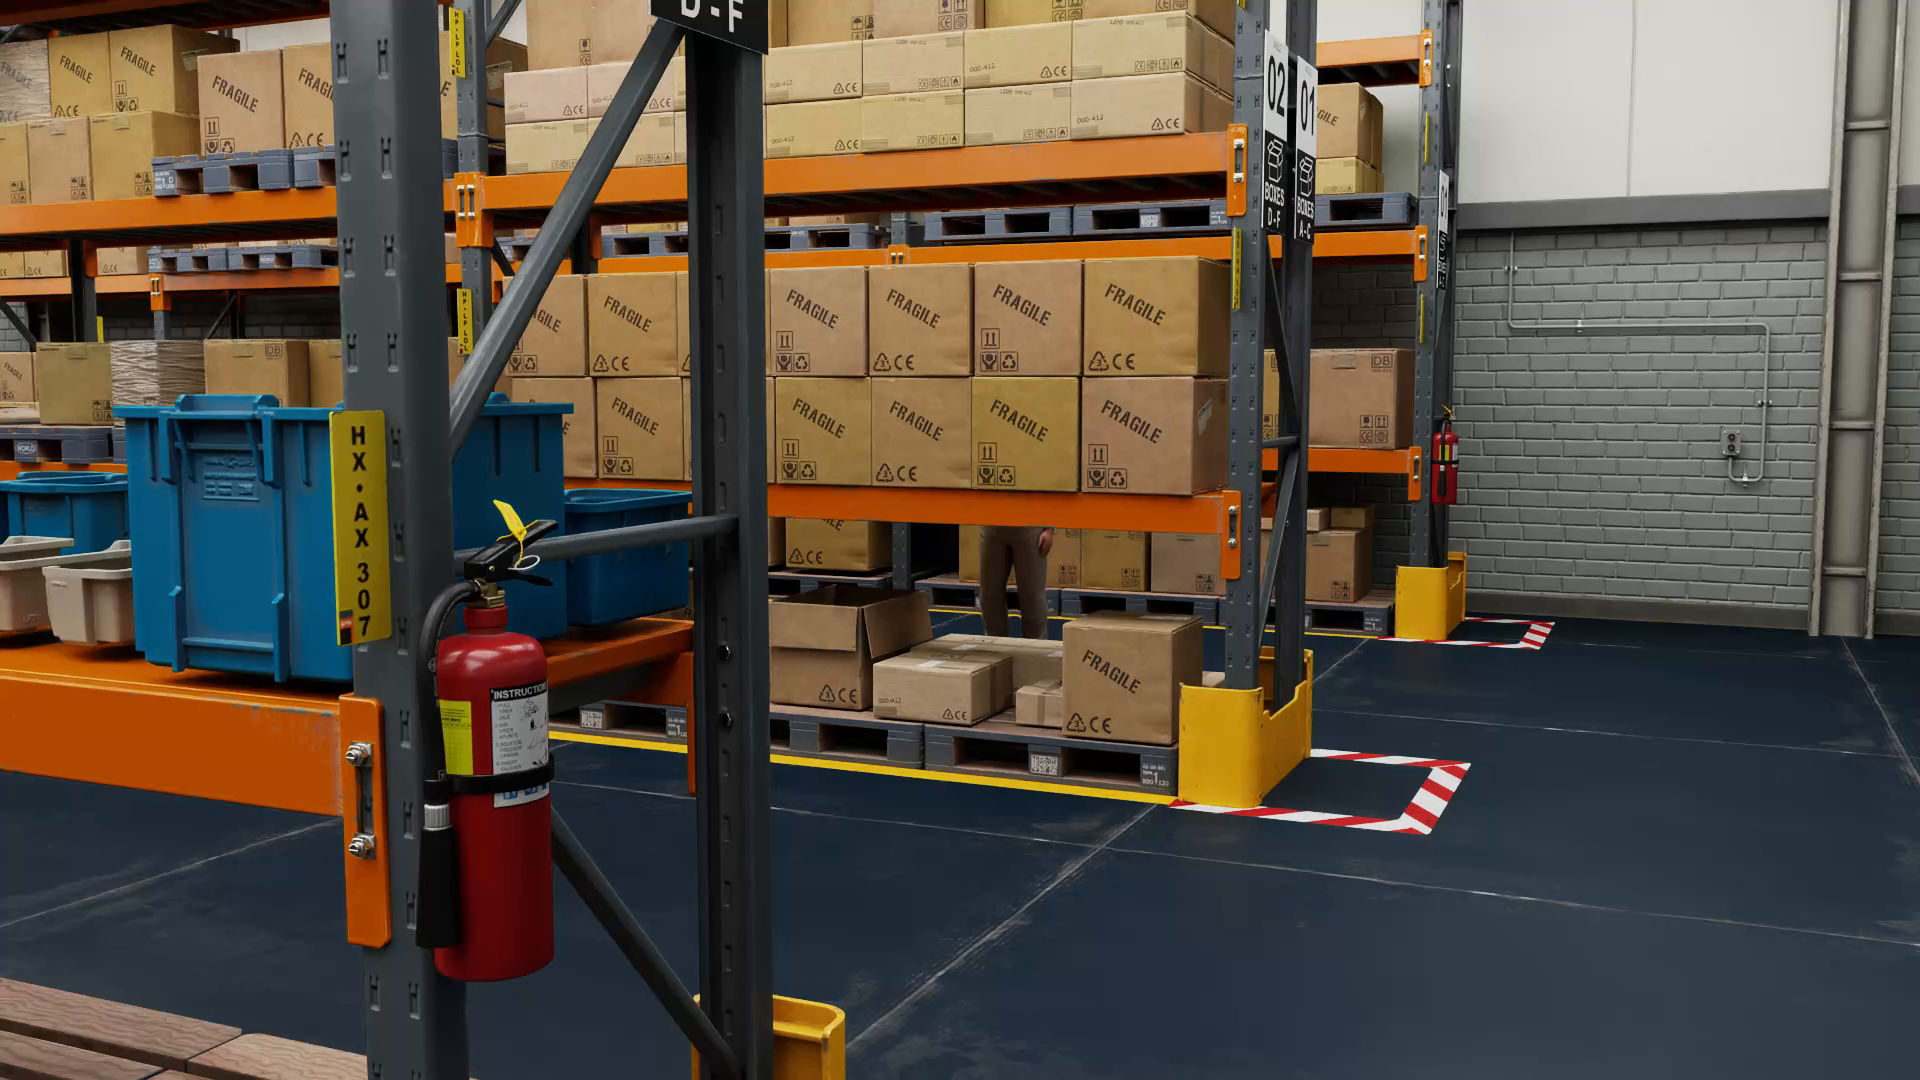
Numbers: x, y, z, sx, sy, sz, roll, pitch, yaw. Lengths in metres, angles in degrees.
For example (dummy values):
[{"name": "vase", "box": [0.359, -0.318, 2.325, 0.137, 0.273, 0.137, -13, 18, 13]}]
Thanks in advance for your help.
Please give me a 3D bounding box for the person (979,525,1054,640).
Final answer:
[{"name": "person", "box": [0.339, -0.036, 10.056, 0.530, 1.721, 0.359, 3, 6, 25]}]
